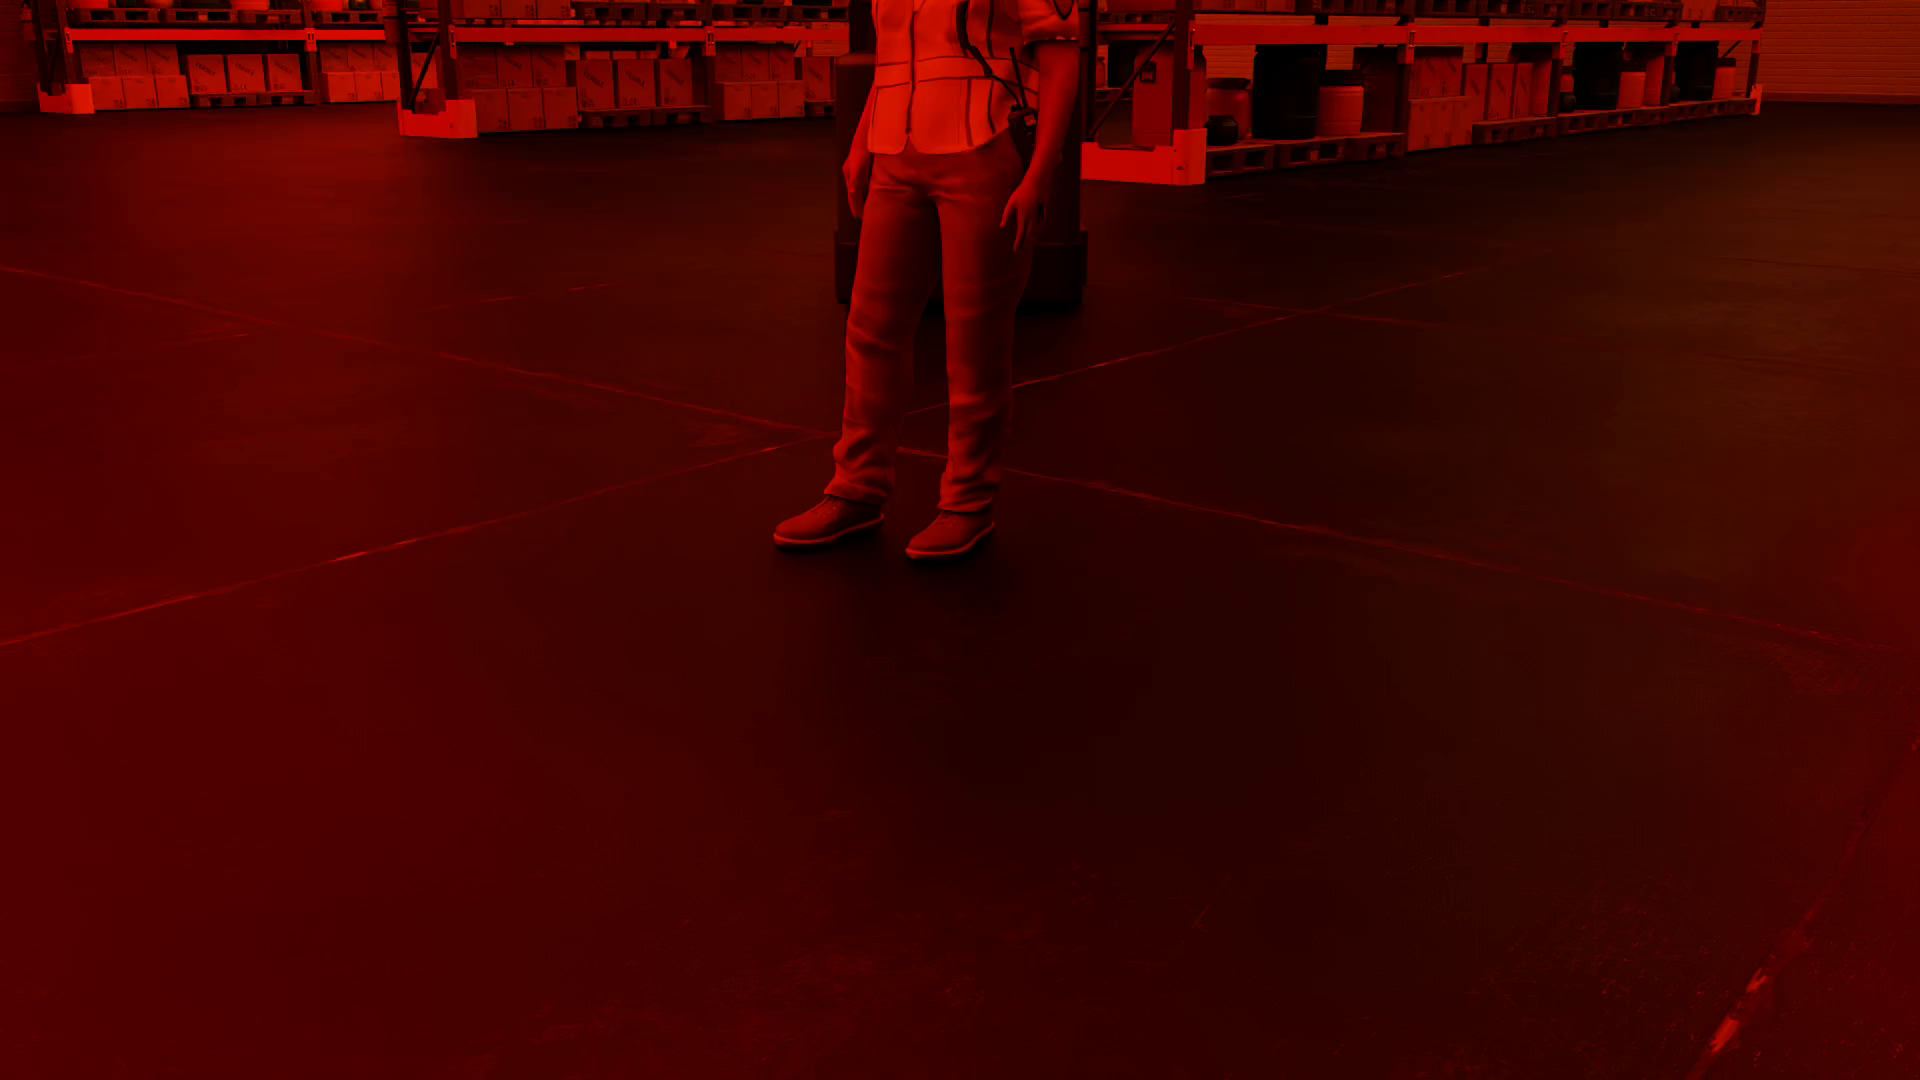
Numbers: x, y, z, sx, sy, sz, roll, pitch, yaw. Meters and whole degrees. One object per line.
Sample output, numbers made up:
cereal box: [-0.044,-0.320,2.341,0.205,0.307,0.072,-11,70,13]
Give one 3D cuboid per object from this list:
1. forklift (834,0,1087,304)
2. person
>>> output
forklift: [0.022,-2.782,8.058,1.130,2.935,3.031,0,17,1]
person: [-0.067,-0.791,3.655,0.598,1.670,0.529,13,21,37]
